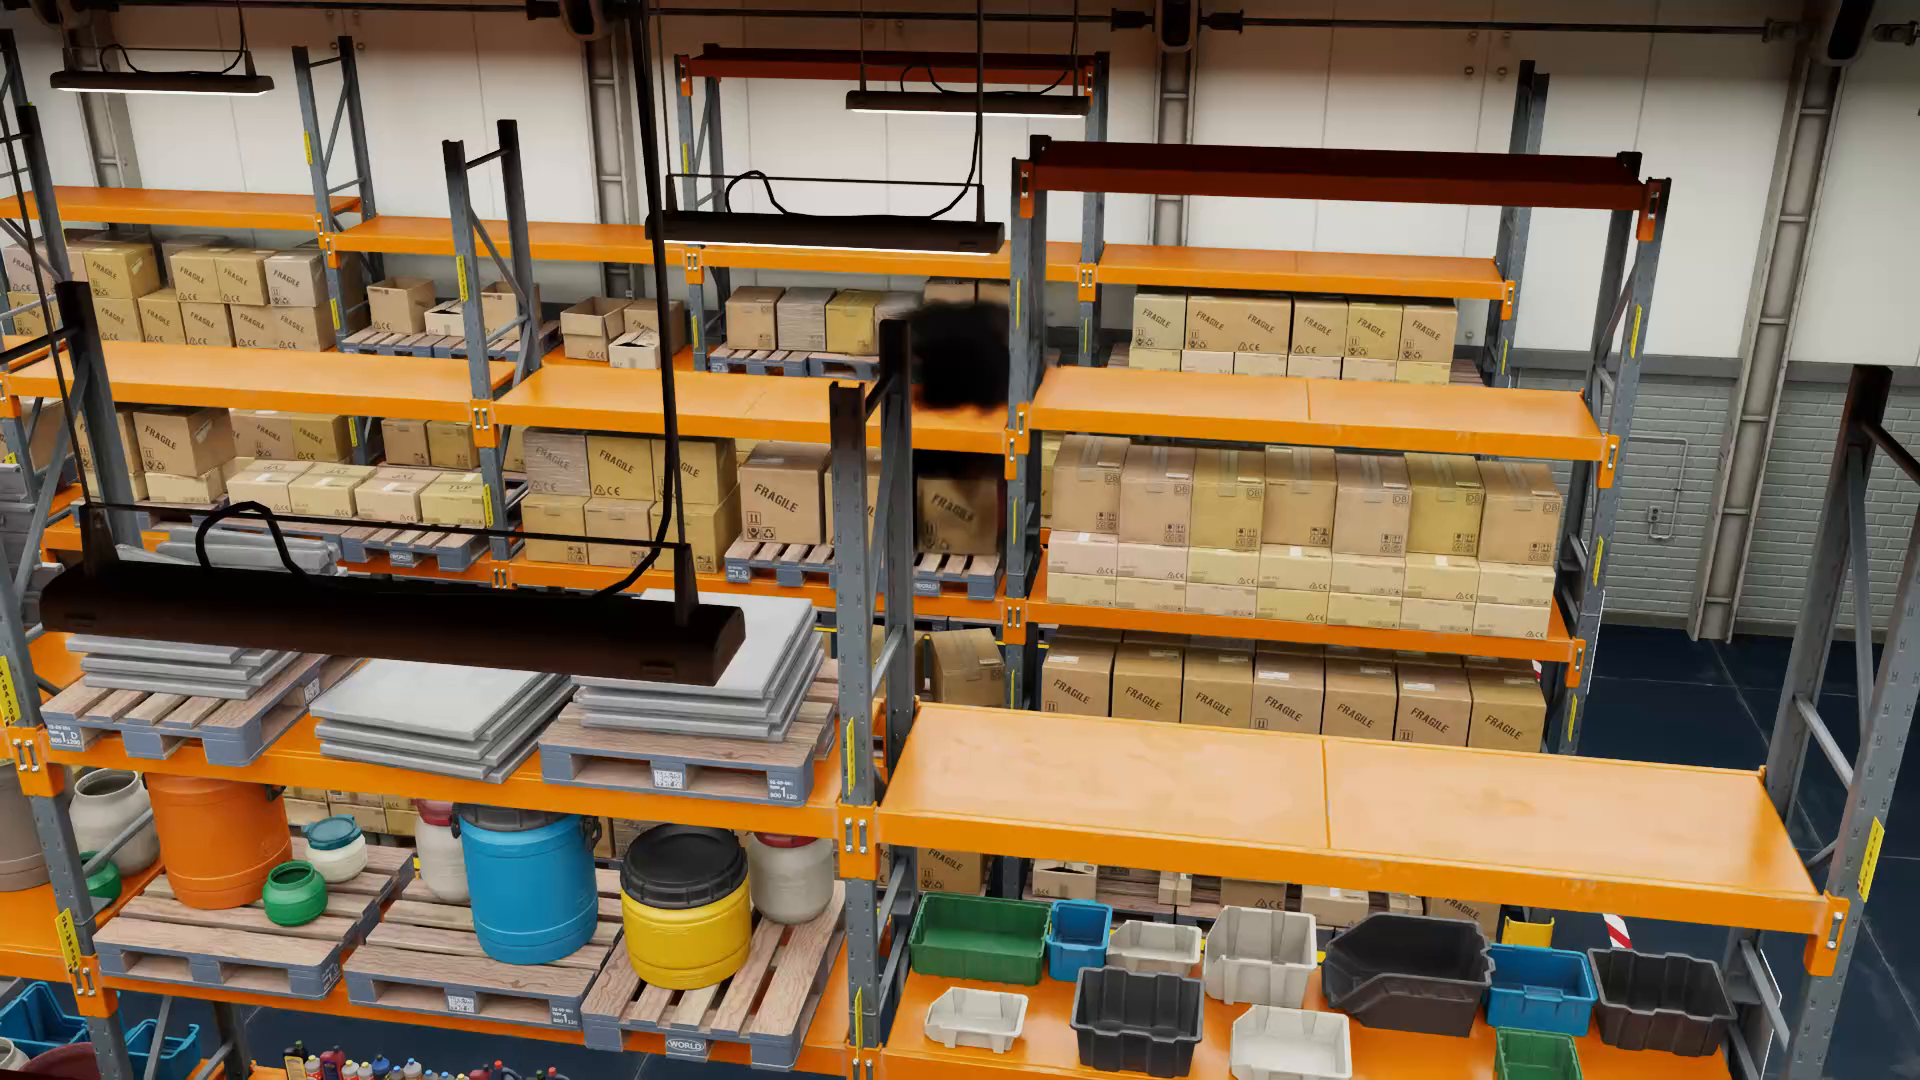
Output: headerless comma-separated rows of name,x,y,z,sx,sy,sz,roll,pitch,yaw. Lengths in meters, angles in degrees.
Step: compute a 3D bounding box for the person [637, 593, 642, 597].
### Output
person,-2.655,1.235,15.352,0.943,1.663,0.606,-1,23,-3
